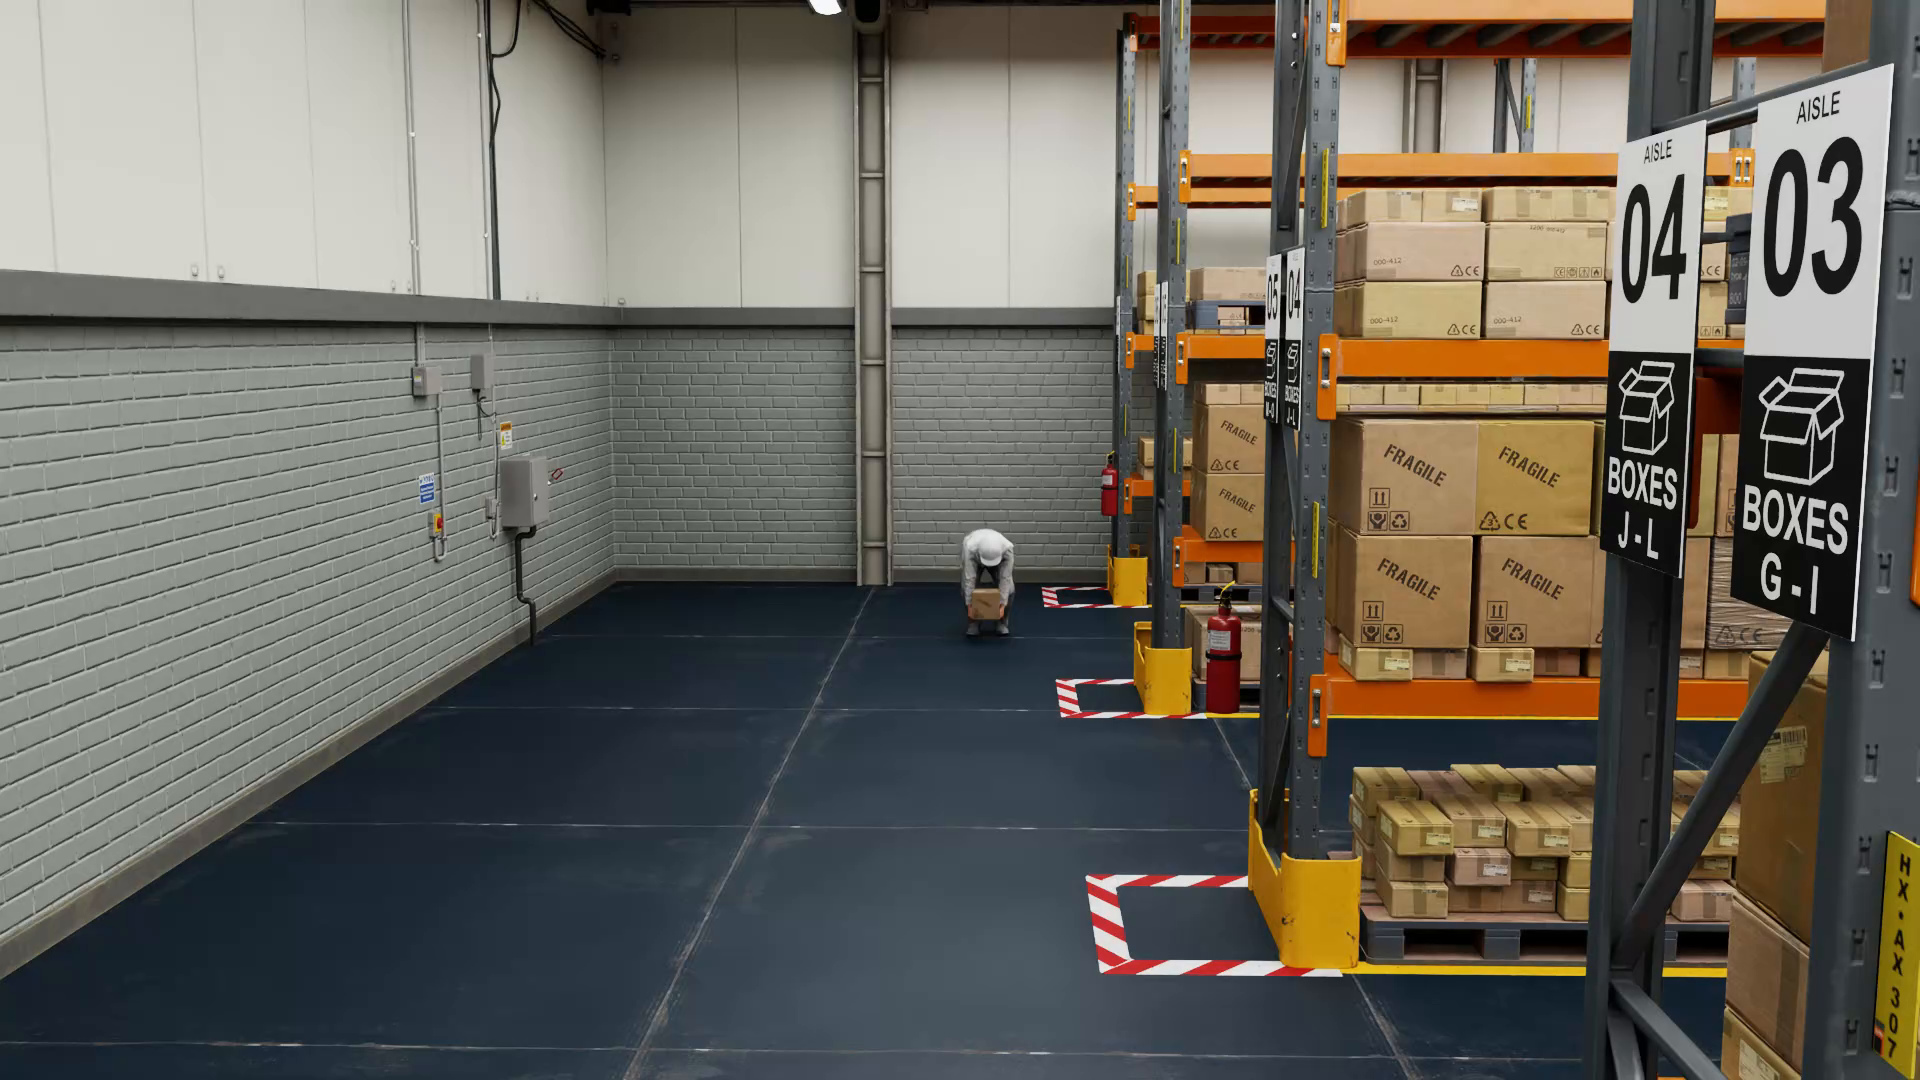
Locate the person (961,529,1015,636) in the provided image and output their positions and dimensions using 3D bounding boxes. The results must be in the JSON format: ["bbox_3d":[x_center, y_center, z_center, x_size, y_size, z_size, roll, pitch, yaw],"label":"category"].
[{"bbox_3d":[0.263,0.404,15.496,0.508,1.012,0.997,0,7,-1],"label":"person"}]
